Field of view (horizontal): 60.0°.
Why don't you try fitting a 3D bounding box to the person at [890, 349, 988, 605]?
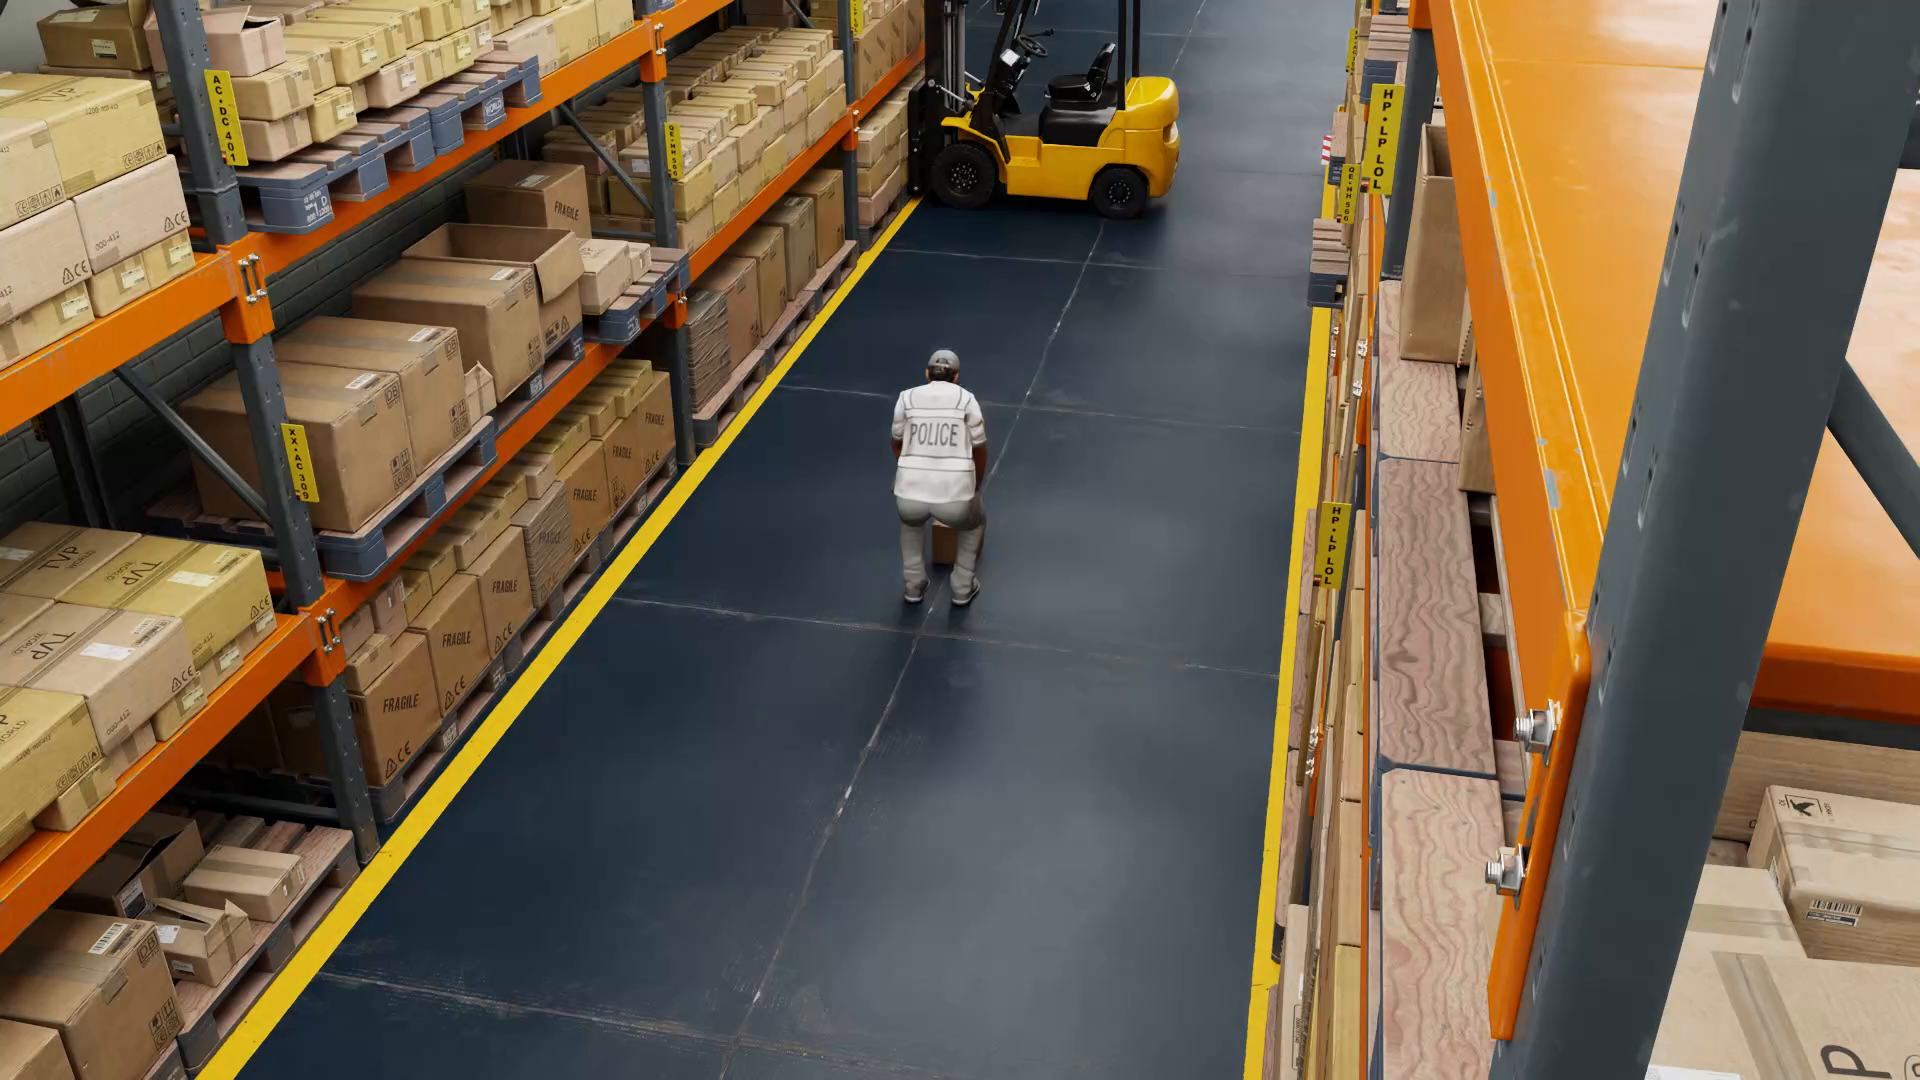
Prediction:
[{"bbox_3d":[-0.133,-0.309,9.016,0.534,1.351,0.745,6,30,11],"label":"person"}]
